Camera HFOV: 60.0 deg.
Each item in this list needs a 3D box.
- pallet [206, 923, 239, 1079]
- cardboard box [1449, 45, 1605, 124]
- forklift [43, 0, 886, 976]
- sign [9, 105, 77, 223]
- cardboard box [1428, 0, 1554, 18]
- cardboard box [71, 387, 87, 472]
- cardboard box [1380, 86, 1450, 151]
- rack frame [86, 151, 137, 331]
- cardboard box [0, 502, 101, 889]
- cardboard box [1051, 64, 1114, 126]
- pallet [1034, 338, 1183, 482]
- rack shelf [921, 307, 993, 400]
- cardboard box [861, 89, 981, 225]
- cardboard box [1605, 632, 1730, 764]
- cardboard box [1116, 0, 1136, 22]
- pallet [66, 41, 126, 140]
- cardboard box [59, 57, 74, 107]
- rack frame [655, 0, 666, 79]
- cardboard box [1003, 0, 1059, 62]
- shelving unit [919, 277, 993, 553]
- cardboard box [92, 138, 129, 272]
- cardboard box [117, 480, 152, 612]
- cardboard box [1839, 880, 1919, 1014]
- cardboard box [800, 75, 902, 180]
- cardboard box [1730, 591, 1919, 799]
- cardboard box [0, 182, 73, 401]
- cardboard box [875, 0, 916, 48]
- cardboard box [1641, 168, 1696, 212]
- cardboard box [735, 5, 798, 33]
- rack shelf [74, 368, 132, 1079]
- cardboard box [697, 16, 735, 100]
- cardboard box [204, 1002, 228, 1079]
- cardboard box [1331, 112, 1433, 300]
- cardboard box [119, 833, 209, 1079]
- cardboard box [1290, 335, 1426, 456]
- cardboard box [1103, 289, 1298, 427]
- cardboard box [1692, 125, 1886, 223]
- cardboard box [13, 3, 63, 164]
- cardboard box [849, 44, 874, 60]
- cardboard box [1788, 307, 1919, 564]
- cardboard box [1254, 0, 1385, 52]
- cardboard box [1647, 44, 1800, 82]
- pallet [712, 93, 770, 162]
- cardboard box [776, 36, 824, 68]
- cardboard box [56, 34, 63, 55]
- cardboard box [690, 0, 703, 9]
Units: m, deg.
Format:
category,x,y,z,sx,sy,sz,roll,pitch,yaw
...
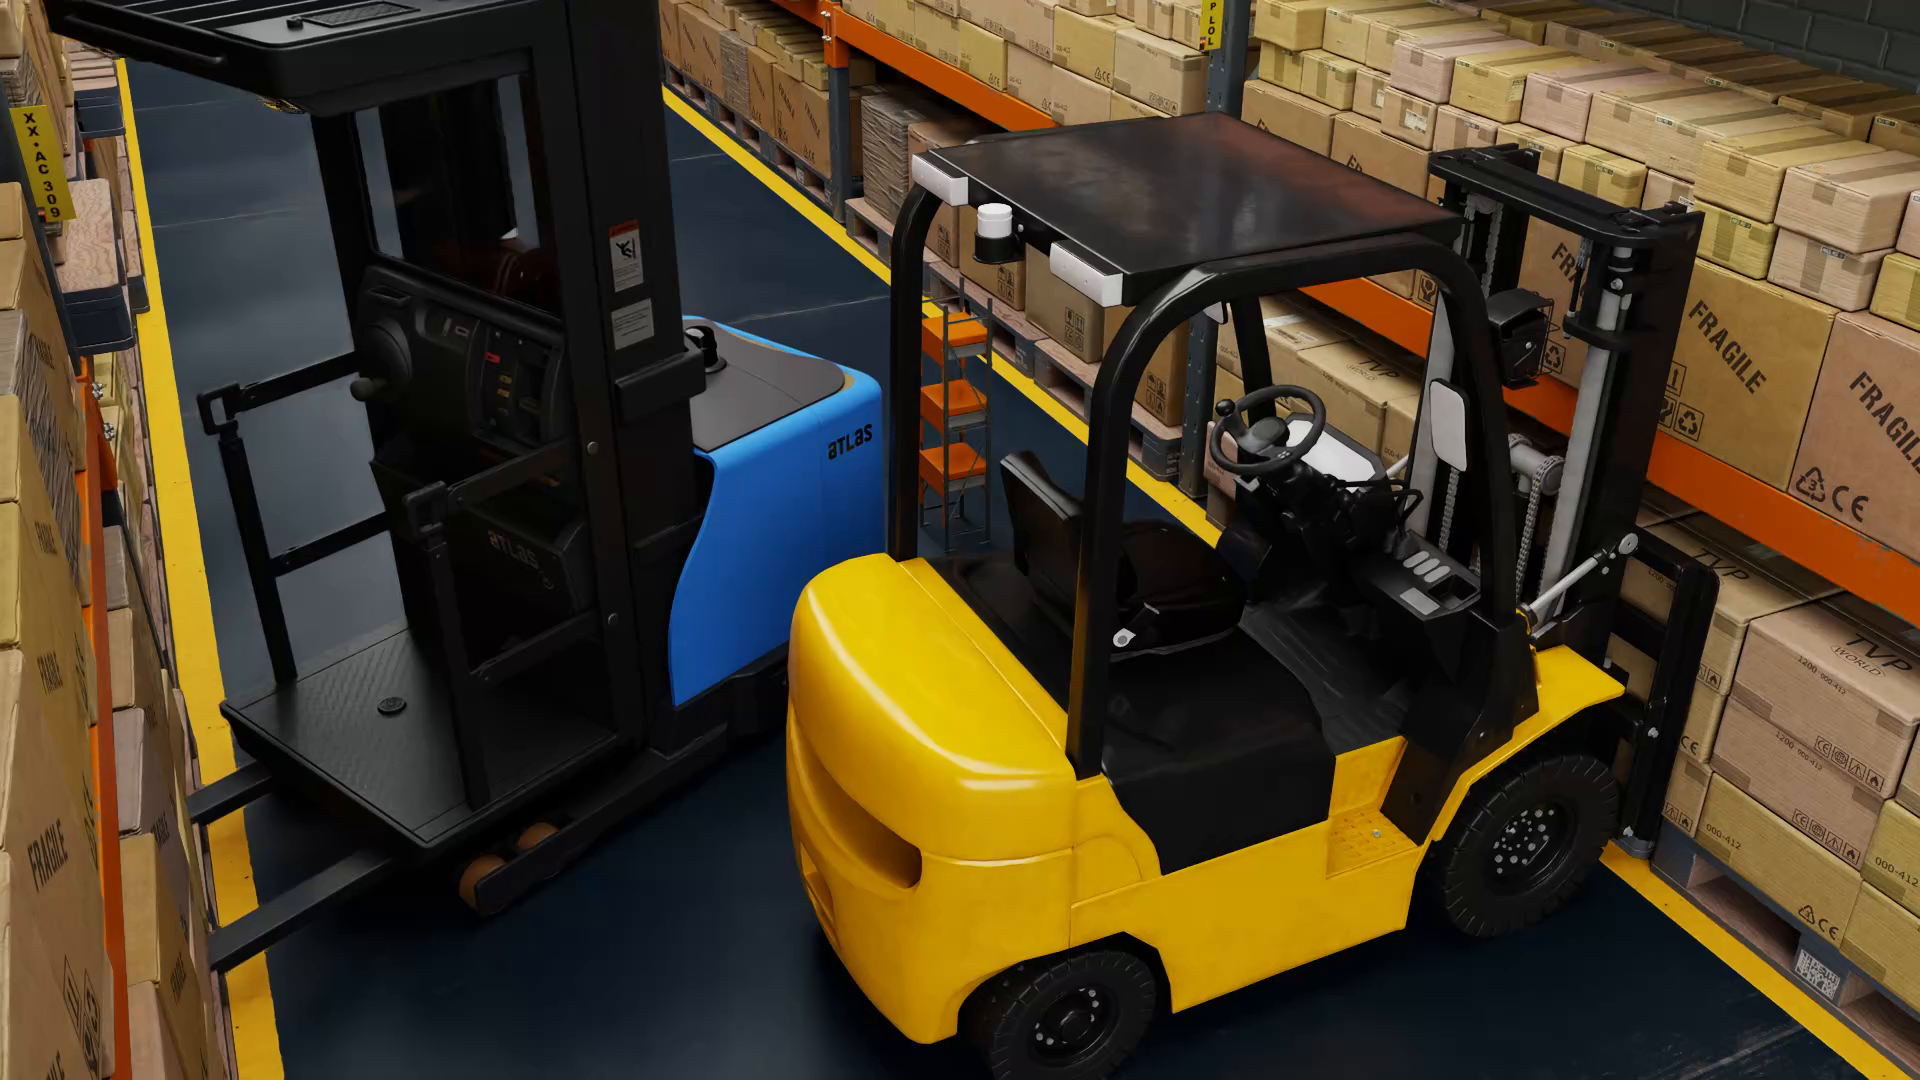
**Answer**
category,x,y,z,sx,sy,sz,roll,pitch,yaw
pallet,-2.222,1.484,3.888,1.003,0.211,1.213,-13,32,-22
cardboard box,1.745,-1.407,5.122,0.380,0.149,0.250,-14,32,-23
forklift,-1.568,-0.473,4.596,1.130,2.935,3.031,22,36,34
sign,-2.583,-1.056,4.681,0.100,0.325,0.005,-13,32,-22
cardboard box,1.891,-1.864,5.938,0.380,0.149,0.250,-14,32,-23
cardboard box,-2.544,-0.265,4.412,0.380,0.149,0.250,-12,32,-21
cardboard box,1.599,-1.388,5.392,0.380,0.149,0.250,-12,32,-21
rack frame,-4.787,-2.328,7.835,1.000,3.000,0.127,-13,32,-22
cardboard box,-1.751,0.312,2.720,0.500,0.500,0.500,-14,32,-23
cardboard box,0.738,-1.928,7.275,0.500,0.250,0.500,-13,32,-22
pallet,1.060,-0.706,7.793,1.003,0.211,1.213,-13,32,-22
rack shelf,-0.023,-0.720,6.402,0.215,0.259,0.240,-13,32,-22
cardboard box,-0.051,-2.241,9.678,0.875,0.625,0.625,-12,31,-20
cardboard box,2.191,0.363,4.906,0.500,0.250,0.500,-14,32,-23
cardboard box,0.879,-2.265,6.957,0.380,0.149,0.250,-13,32,-22
pallet,-4.385,-1.952,7.360,1.213,0.211,1.003,-13,32,-22
cardboard box,-3.873,-1.870,6.845,0.380,0.149,0.250,-13,32,-21
rack frame,-2.023,-5.139,12.848,1.000,3.000,0.127,-13,32,-22
cardboard box,0.528,-2.374,7.558,0.500,0.250,0.500,-12,32,-21
shelving unit,-0.023,-0.482,6.535,0.215,1.050,0.252,-13,32,-22
cardboard box,-5.009,-1.907,8.827,0.875,0.875,0.875,-13,32,-22
cardboard box,-3.298,0.171,5.636,0.950,0.372,0.625,-13,32,-21
cardboard box,2.641,1.037,4.216,0.500,0.250,0.500,-13,32,-22
cardboard box,-0.682,-2.607,10.458,0.500,0.500,0.500,-12,31,-21
cardboard box,2.425,0.380,4.366,0.500,0.250,0.500,-12,32,-21
cardboard box,-2.655,-0.590,4.330,0.500,0.500,0.500,-14,32,-23
cardboard box,-0.125,-2.836,8.894,0.500,0.250,0.500,-14,32,-23
cardboard box,2.128,-0.950,4.611,0.380,0.149,0.250,-13,32,-22
cardboard box,-1.350,-3.624,11.608,0.380,0.149,0.250,-13,32,-22
rack shelf,-2.212,0.636,3.284,1.077,0.370,4.000,-13,32,-22
cardboard box,-1.571,-3.516,12.080,0.500,0.500,0.500,-14,32,-23
cardboard box,-1.908,1.342,3.672,0.500,0.250,0.500,-11,31,-19
cardboard box,1.604,-1.171,5.670,0.500,0.500,0.500,-13,32,-21
cardboard box,-1.897,1.017,3.485,0.500,0.500,0.500,-12,32,-21
cardboard box,1.546,-0.517,5.966,0.500,0.250,0.500,-13,32,-22
cardboard box,1.177,-0.981,7.430,0.875,0.625,0.625,-12,31,-20
cardboard box,2.146,-0.951,4.310,0.380,0.149,0.250,-12,32,-21
cardboard box,-3.228,-1.406,5.355,0.500,0.500,0.500,-13,32,-22
cardboard box,-0.517,-3.260,10.959,0.380,0.149,0.250,-13,32,-21
cardboard box,2.466,-0.275,4.071,0.500,0.500,0.500,-12,31,-20
cardboard box,1.280,-1.858,5.927,0.380,0.149,0.250,-12,32,-21
cardboard box,2.342,-1.411,5.130,0.380,0.149,0.250,-13,32,-23
pallet,-1.112,-3.032,11.941,1.003,0.211,1.213,-13,32,-22
cardboard box,-0.965,-3.152,10.768,0.380,0.149,0.250,-14,32,-24
cardboard box,-4.109,-2.316,6.978,0.500,0.500,0.500,-14,32,-23
cardboard box,-1.800,-4.083,12.428,0.380,0.149,0.250,-15,33,-25
